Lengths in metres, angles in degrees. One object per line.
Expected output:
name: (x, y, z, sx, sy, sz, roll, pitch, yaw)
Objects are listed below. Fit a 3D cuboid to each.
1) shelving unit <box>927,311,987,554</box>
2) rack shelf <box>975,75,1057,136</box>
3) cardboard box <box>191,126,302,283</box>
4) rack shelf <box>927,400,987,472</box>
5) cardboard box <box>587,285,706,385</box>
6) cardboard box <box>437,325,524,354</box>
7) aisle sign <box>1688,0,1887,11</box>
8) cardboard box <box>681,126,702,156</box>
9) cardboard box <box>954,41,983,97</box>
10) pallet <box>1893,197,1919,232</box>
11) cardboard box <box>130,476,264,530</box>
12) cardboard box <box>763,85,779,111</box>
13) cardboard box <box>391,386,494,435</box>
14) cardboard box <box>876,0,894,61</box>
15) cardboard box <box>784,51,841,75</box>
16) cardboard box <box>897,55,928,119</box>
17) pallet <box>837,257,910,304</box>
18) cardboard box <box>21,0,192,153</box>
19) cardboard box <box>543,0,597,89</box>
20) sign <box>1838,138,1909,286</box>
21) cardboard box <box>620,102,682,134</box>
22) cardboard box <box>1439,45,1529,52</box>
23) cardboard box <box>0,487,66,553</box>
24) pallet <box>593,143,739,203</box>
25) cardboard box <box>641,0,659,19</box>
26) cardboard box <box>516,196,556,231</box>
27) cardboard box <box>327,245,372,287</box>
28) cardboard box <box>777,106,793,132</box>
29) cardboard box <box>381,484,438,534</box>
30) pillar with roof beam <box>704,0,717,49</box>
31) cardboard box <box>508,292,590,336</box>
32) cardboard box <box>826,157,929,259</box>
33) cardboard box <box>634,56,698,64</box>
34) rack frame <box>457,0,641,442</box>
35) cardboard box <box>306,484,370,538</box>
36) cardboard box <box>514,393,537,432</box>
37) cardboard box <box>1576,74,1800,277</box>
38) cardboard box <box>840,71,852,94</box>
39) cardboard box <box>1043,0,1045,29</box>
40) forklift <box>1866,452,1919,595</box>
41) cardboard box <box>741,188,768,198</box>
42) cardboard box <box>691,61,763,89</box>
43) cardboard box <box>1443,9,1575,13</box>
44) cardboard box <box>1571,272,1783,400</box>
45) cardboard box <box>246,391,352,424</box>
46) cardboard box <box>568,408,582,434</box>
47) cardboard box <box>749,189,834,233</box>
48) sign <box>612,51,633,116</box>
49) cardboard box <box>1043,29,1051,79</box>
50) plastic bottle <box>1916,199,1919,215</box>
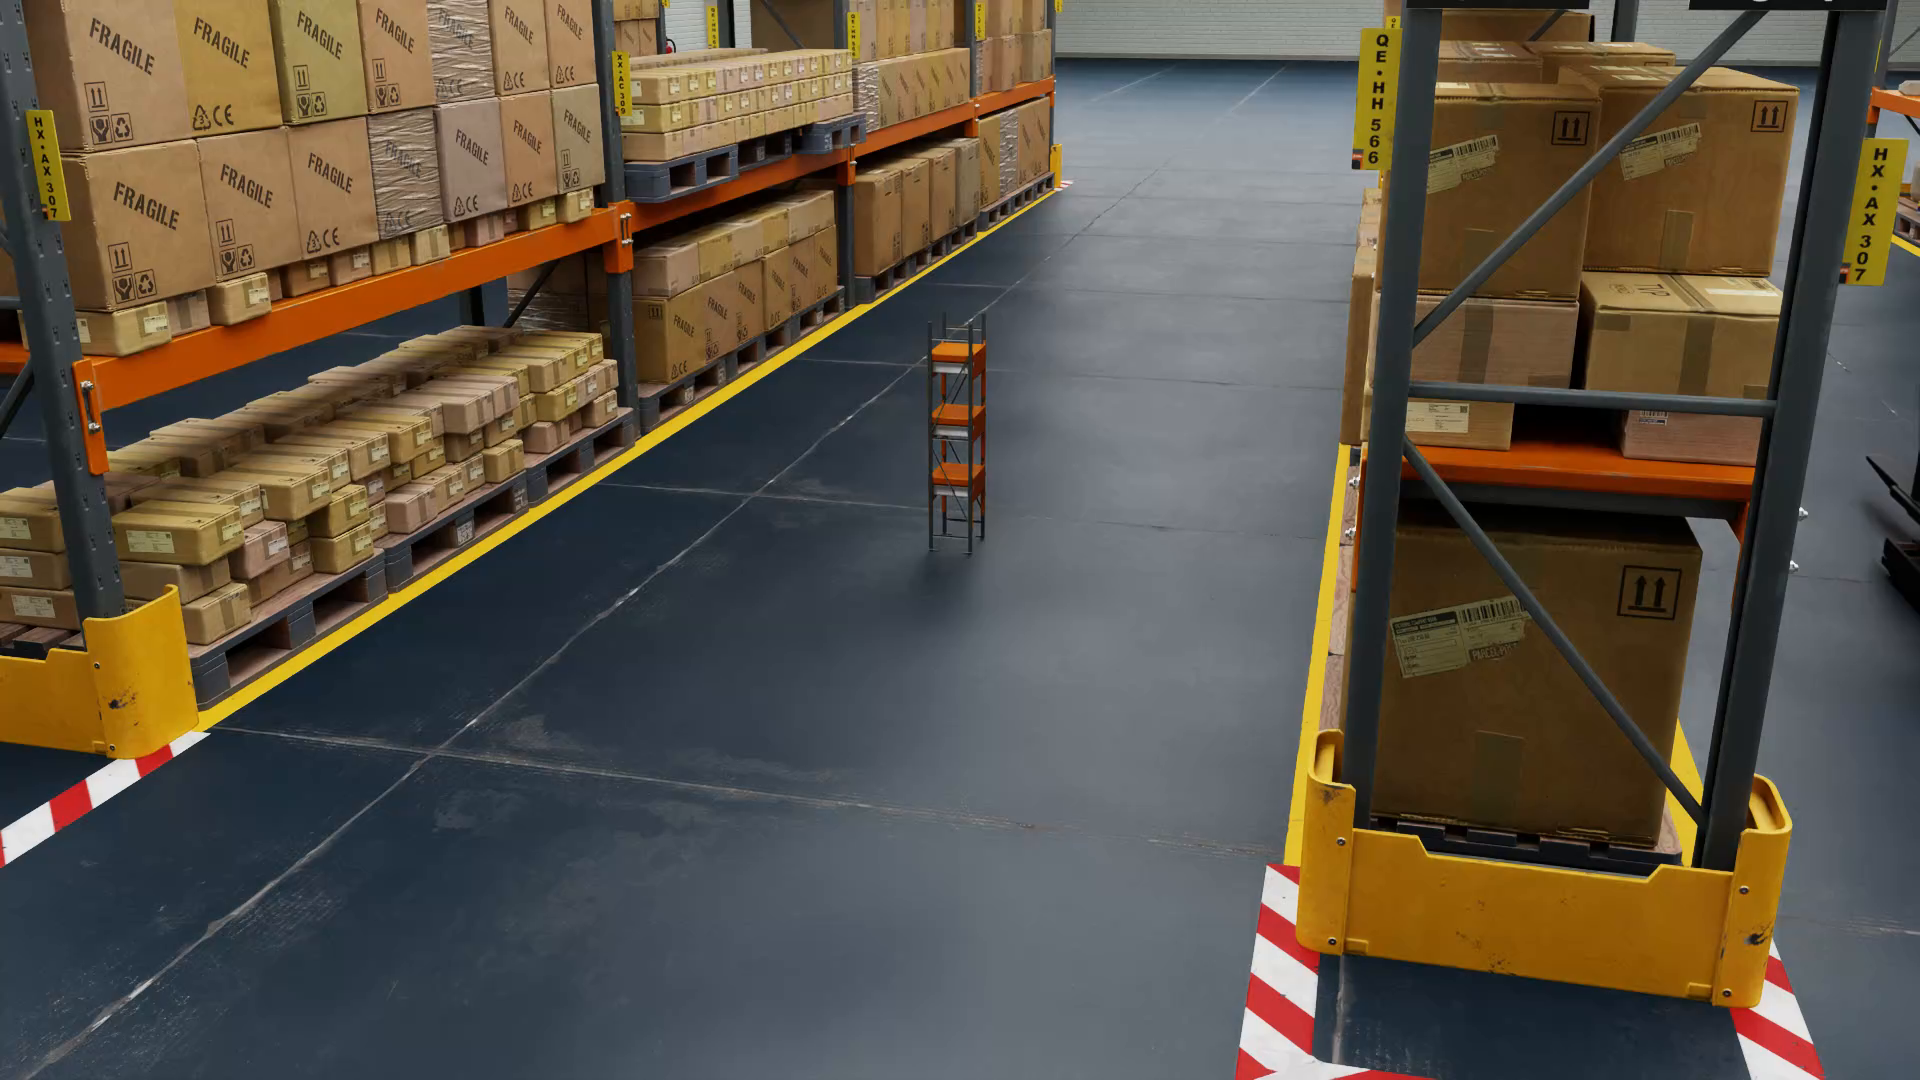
shelving unit: (-0.013, -0.480, 7.469, 0.215, 1.050, 0.252, 5, 19, 13)
rack shelf: (0.149, -4.806, 18.230, 1.077, 0.370, 4.000, 5, 19, 13)
cardboard box: (-2.788, -1.235, 6.048, 0.500, 0.500, 0.500, 5, 19, 13)
rack shelf: (-0.013, -0.470, 7.472, 0.215, 0.259, 0.240, 5, 19, 13)
cardboard box: (-1.857, -1.238, 9.890, 0.500, 0.500, 0.500, 5, 20, 16)
cardboard box: (-2.579, -1.051, 8.966, 0.380, 0.149, 0.250, 5, 20, 16)
aisle sign: (1.787, -1.519, 3.472, 0.394, 0.787, 0.004, 5, 19, 13)
cardboard box: (-1.690, -2.266, 9.421, 0.380, 0.149, 0.250, 5, 19, 14)
cardboard box: (-0.261, -4.707, 16.595, 0.875, 0.550, 0.550, 5, 19, 13)
pallet: (10.049, -3.357, 17.190, 1.003, 0.211, 1.213, 5, 19, 13)
cardboard box: (-2.863, -0.123, 6.246, 0.380, 0.149, 0.250, 5, 19, 14)
cardboard box: (-1.372, -2.810, 10.553, 0.380, 0.149, 0.250, 4, 19, 12)
cardboard box: (-2.376, -0.596, 7.633, 0.380, 0.149, 0.250, 4, 19, 11)
cardboard box: (-0.952, -4.246, 13.775, 0.700, 0.500, 0.500, 4, 19, 13)
cardboard box: (-1.056, -3.359, 11.699, 0.380, 0.149, 0.250, 4, 19, 13)
cardboard box: (-0.577, -3.906, 14.328, 0.500, 0.500, 0.500, 4, 19, 13)
pallet: (-1.051, -2.187, 13.765, 1.003, 0.211, 1.213, 5, 19, 13)
cardboard box: (-2.904, -1.539, 5.391, 0.500, 0.500, 0.500, 5, 19, 13)
cardboard box: (-2.147, -2.504, 8.217, 0.500, 0.500, 0.500, 4, 19, 11)
sign: (2.050, -0.736, 3.741, 0.100, 0.325, 0.005, 5, 19, 13)
cardboard box: (-1.752, -2.320, 9.117, 0.380, 0.149, 0.250, 5, 19, 14)
cardboard box: (1.998, -1.730, 6.722, 0.500, 0.500, 0.500, 5, 19, 13)
cardboard box: (-3.388, -0.075, 6.108, 0.380, 0.149, 0.250, 5, 19, 14)
pallet: (-1.966, -2.149, 9.636, 1.003, 0.211, 1.213, 5, 19, 13)
cardboard box: (-4.100, -6.616, 20.256, 0.700, 0.500, 0.500, 4, 19, 12)
cardboard box: (-2.218, -1.617, 8.169, 0.380, 0.149, 0.250, 5, 20, 16)
cardboard box: (-2.627, -1.128, 6.739, 0.380, 0.149, 0.250, 4, 19, 12)
cardboard box: (-1.310, -2.753, 10.846, 0.380, 0.149, 0.250, 5, 20, 15)
cardboard box: (-2.511, -0.144, 7.229, 0.380, 0.149, 0.250, 4, 19, 11)
pillar with roof beam: (-1.473, -14.517, 36.267, 9.100, 9.000, 0.400, 5, 19, 13)
cardboard box: (-2.358, -1.280, 10.011, 0.500, 0.500, 0.500, 4, 19, 12)
cardboard box: (-0.871, -2.858, 14.245, 1.050, 0.750, 0.750, 5, 19, 14)
cardboard box: (-1.937, -3.085, 10.899, 0.380, 0.149, 0.250, 5, 20, 15)
rack frame: (-2.294, -2.012, 8.937, 1.000, 3.000, 0.127, 5, 19, 13)
cardboard box: (-2.631, -0.129, 6.727, 0.380, 0.149, 0.250, 5, 20, 15)
cardboard box: (-2.322, -0.636, 8.211, 0.380, 0.149, 0.250, 5, 19, 14)
cardboard box: (2.015, -1.045, 4.719, 0.500, 0.500, 0.500, 4, 19, 12)
cardboard box: (-0.996, -3.295, 11.974, 0.380, 0.149, 0.250, 5, 20, 15)
cardboard box: (0.509, -6.242, 19.419, 0.875, 0.550, 0.550, 5, 19, 13)
forklift: (4.501, -1.101, 6.376, 1.130, 2.935, 3.031, 4, 19, 12)
cardboard box: (-1.720, -2.439, 12.246, 0.500, 0.250, 0.500, 4, 19, 11)
cardboard box: (-1.437, -2.866, 10.256, 0.380, 0.149, 0.250, 5, 20, 15)
cardboard box: (2.818, -2.526, 8.735, 0.797, 0.503, 0.637, 5, 19, 14)
cardboard box: (1.892, -0.534, 4.381, 0.500, 0.250, 0.500, 4, 19, 12)
cardboard box: (-2.986, -0.564, 7.538, 0.380, 0.149, 0.250, 5, 19, 14)
cardboard box: (-2.204, -0.637, 8.672, 0.380, 0.149, 0.250, 5, 20, 15)
cardboard box: (-1.230, -2.401, 12.135, 0.500, 0.250, 0.500, 4, 19, 12)
sign: (-1.766, -2.381, 8.679, 0.100, 0.325, 0.005, 5, 19, 13)
cardboard box: (0.591, -5.724, 19.574, 0.875, 0.550, 0.550, 5, 19, 13)
plastic bottle: (9.480, -3.332, 16.342, 0.097, 0.271, 0.097, 0, 19, 0)
